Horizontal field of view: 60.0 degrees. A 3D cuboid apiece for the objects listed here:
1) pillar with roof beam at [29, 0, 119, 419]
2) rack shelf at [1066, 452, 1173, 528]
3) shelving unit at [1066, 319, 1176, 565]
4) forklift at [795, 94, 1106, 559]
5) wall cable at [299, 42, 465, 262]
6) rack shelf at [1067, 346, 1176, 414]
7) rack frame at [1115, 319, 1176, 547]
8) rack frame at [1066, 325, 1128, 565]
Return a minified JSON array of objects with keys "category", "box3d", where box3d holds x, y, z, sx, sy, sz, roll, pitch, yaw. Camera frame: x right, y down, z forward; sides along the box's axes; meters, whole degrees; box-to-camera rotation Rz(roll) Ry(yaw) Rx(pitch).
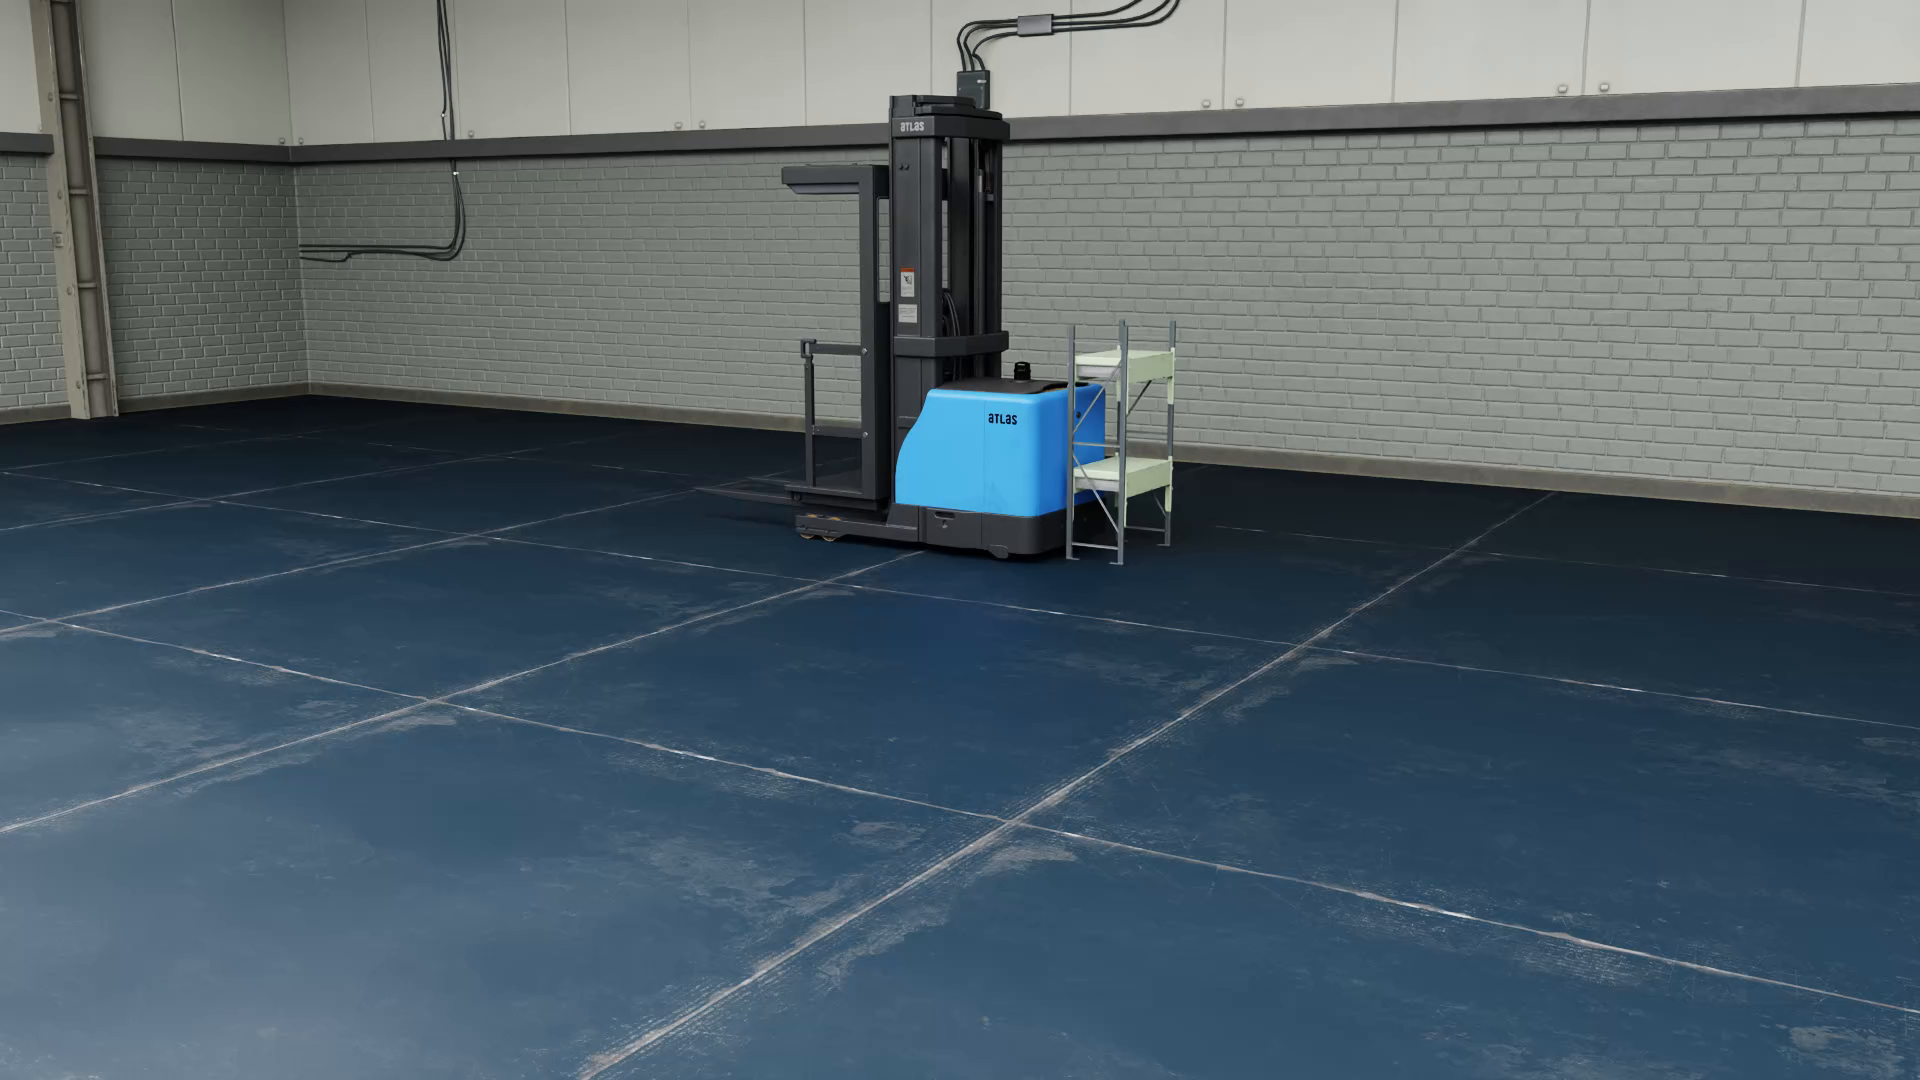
[{"category":"pillar with roof beam","box3d":[-6.114,-5.407,15.798,9.100,9.000,0.400,6,12,31]},{"category":"rack shelf","box3d":[1.048,-0.335,10.853,0.431,0.370,0.720,6,12,30]},{"category":"shelving unit","box3d":[1.048,-0.655,10.793,0.431,1.500,0.755,6,12,30]},{"category":"forklift","box3d":[-0.526,-1.504,11.437,3.031,2.935,1.130,7,13,32]},{"category":"wall cable","box3d":[-7.134,-4.630,20.081,3.097,2.526,0.112,6,12,31]},{"category":"rack shelf","box3d":[1.048,-1.039,10.721,0.431,0.370,0.720,6,12,30]},{"category":"rack frame","box3d":[1.235,-0.713,11.102,0.400,1.500,0.023,6,12,30]},{"category":"rack frame","box3d":[0.861,-0.597,10.484,0.400,1.500,0.023,6,12,30]}]
